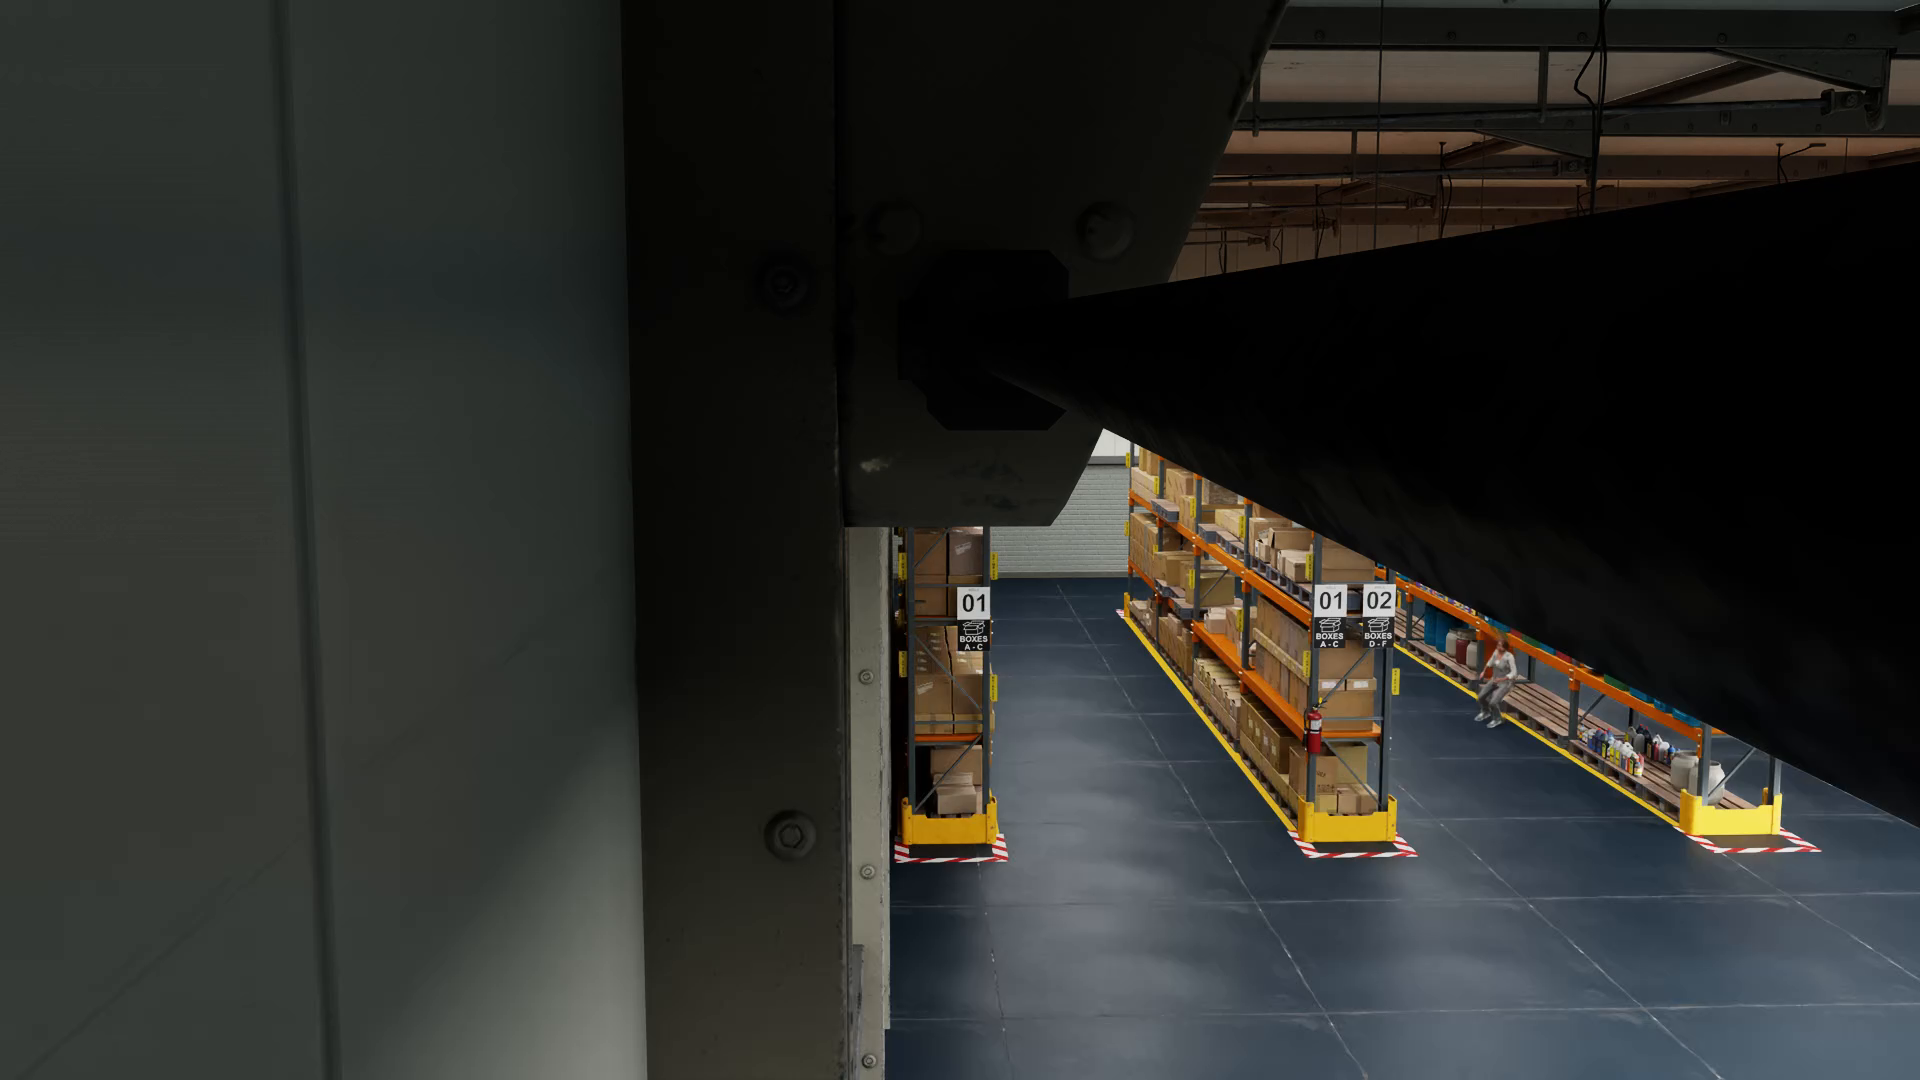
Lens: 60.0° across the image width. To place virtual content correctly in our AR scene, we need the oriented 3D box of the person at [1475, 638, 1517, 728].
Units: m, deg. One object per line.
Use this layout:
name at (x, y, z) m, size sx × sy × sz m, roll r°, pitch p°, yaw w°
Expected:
person at (8.443, 2.265, 26.202) m, size 0.550 × 1.486 × 0.753 m, roll -5°, pitch 9°, yaw -35°
